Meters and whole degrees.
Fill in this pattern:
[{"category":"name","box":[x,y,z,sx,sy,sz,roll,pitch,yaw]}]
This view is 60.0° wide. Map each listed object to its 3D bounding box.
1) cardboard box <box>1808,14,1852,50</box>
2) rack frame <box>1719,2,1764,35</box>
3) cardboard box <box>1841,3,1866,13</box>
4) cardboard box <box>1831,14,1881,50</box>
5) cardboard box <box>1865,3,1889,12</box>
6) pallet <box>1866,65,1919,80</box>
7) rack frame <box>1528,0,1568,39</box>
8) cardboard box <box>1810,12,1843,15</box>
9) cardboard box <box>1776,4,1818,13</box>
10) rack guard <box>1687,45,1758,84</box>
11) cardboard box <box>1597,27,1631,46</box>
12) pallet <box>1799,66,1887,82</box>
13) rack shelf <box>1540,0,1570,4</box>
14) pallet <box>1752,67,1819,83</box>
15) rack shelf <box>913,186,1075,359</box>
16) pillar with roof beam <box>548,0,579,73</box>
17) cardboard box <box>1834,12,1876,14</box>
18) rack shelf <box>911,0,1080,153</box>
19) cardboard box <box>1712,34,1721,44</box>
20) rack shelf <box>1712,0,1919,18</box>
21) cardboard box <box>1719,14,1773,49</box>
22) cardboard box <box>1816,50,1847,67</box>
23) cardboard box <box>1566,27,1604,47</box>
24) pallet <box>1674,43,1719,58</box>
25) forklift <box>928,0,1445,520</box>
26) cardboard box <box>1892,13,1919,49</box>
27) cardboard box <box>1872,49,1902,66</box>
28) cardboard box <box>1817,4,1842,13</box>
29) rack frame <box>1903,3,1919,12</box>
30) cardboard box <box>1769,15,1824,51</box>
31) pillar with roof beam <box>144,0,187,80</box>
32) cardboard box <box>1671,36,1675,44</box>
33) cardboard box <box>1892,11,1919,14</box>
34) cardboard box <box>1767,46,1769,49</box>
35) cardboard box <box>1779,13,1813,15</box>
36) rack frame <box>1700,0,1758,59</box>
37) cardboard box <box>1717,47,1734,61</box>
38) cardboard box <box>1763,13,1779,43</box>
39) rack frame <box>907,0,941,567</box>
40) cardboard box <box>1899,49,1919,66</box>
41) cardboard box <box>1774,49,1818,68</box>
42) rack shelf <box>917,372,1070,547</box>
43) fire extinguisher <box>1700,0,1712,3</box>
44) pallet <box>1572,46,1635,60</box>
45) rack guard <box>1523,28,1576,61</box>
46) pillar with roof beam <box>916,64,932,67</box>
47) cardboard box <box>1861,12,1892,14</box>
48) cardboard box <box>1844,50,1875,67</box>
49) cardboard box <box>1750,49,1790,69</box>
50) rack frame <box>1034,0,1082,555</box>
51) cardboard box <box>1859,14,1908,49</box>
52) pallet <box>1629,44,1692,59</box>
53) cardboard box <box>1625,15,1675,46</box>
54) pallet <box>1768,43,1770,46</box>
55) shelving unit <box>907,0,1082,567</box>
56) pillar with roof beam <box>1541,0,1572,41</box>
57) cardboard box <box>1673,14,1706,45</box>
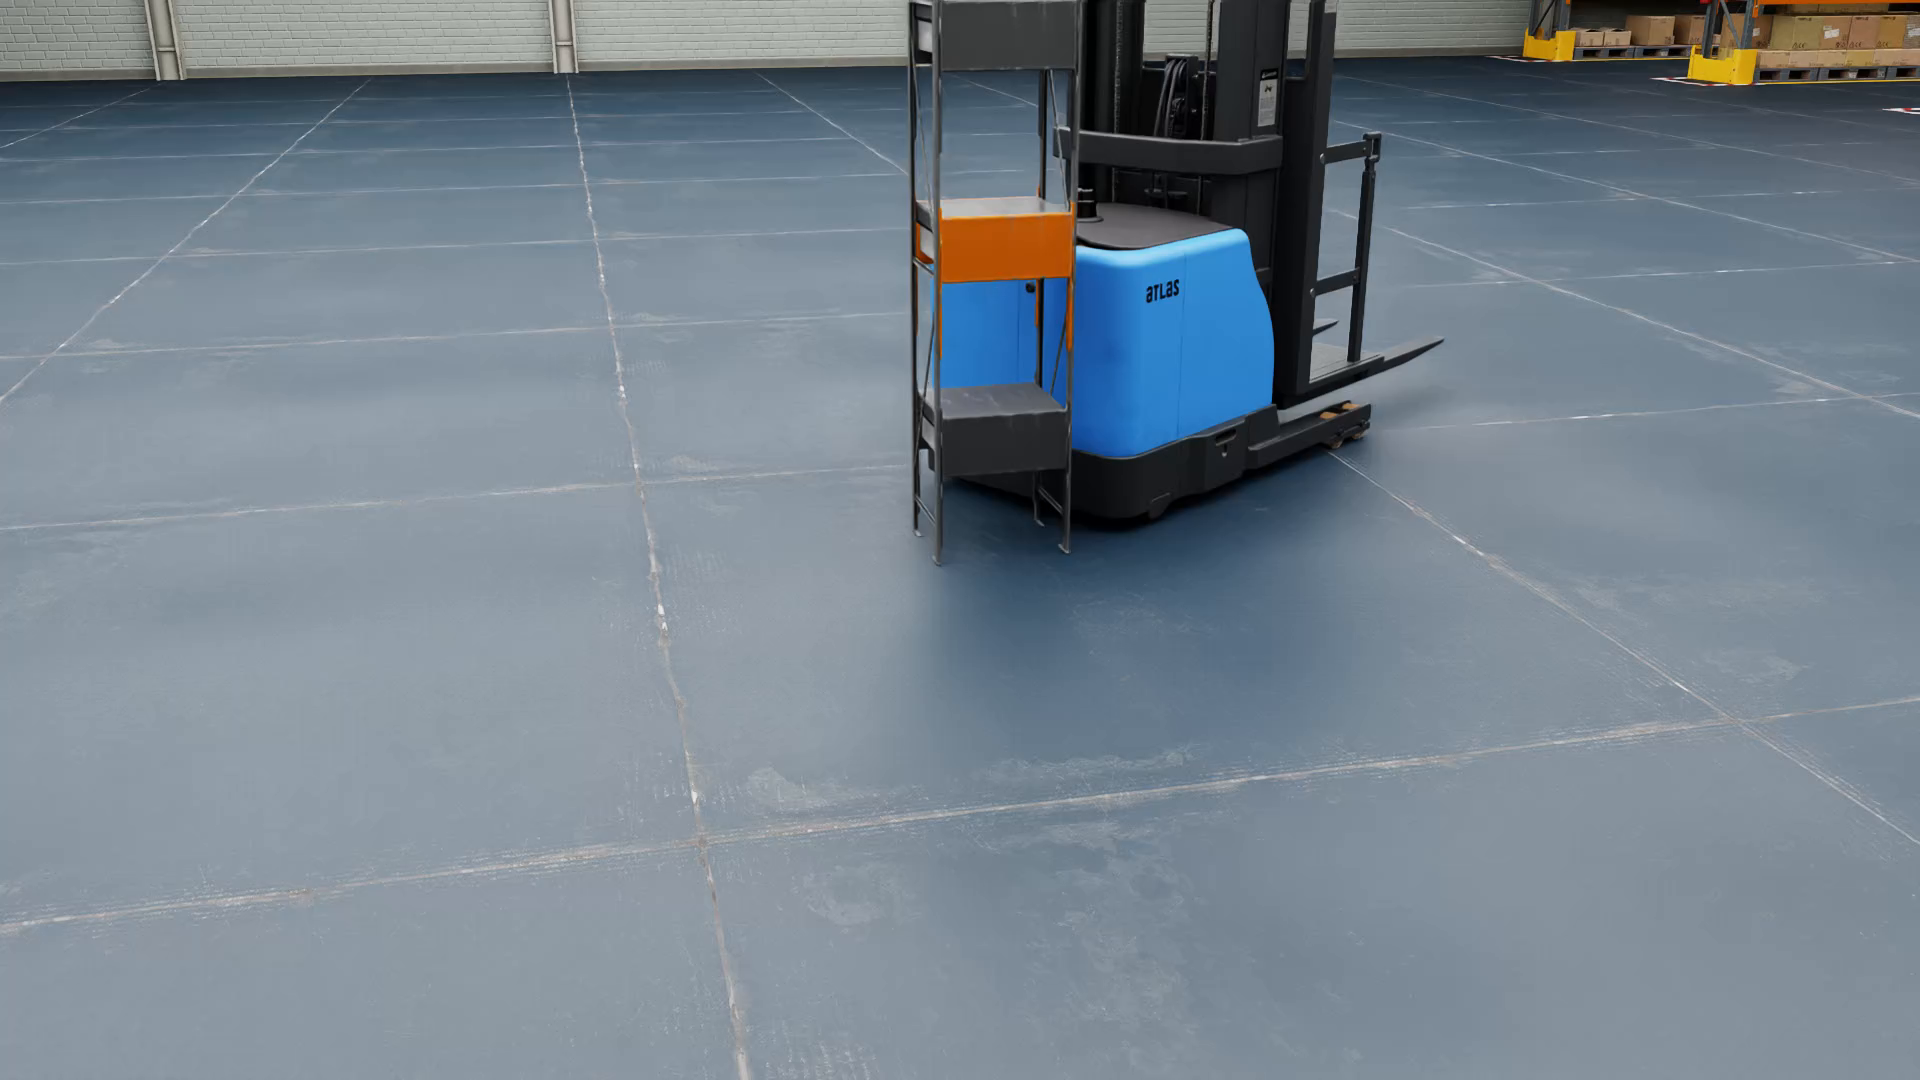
[{"category":"cardboard box","box":[13.274,-7.802,25.549,0.500,0.500,0.500,-5,21,-12]},{"category":"rack frame","box":[14.480,-10.466,30.525,0.127,3.000,1.000,-5,21,-12]},{"category":"cardboard box","box":[16.616,-10.027,31.230,0.500,0.250,0.500,-5,21,-13]},{"category":"cardboard box","box":[13.765,-7.836,25.641,0.500,0.500,0.500,-5,21,-12]},{"category":"cardboard box","box":[17.115,-10.069,31.345,0.500,0.250,0.500,-4,21,-11]},{"category":"pallet","box":[14.840,-7.450,26.345,1.213,0.211,1.003,-5,21,-12]},{"category":"rack frame","box":[10.588,-10.149,29.661,0.127,3.000,1.000,-5,21,-12]},{"category":"cardboard box","box":[13.641,-8.015,26.131,0.500,0.500,0.500,-5,21,-12]},{"category":"cardboard box","box":[15.621,-9.951,31.023,0.500,0.250,0.500,-5,21,-14]},{"category":"rack guard","box":[11.708,-7.316,25.559,0.348,0.500,1.175,-5,21,-12]},{"category":"cardboard box","box":[11.836,-9.163,30.238,0.500,0.311,0.500,-3,20,-8]},{"category":"pallet","box":[13.651,-7.352,26.078,1.213,0.211,1.003,-5,21,-12]},{"category":"rack shelf","box":[12.534,-9.970,30.216,4.000,0.370,1.077,-5,21,-12]},{"category":"pallet","box":[12.466,-7.257,25.818,1.213,0.211,1.003,-5,21,-12]},{"category":"rack shelf","box":[0.111,-0.963,5.930,0.480,0.518,0.431,-5,21,-14]},{"category":"pillar with roof beam","box":[-5.457,-10.446,21.747,0.400,9.000,9.100,-5,21,-12]},{"category":"cardboard box","box":[14.127,-8.055,26.240,0.500,0.500,0.500,-5,21,-12]},{"category":"rack shelf","box":[0.111,-1.620,5.689,0.480,0.518,0.431,-5,21,-14]},{"category":"cardboard box","box":[13.967,-9.290,30.793,0.250,0.166,0.380,-7,21,-20]},{"category":"rack shelf","box":[13.677,-8.312,25.691,4.000,0.370,1.077,-5,21,-12]},{"category":"cardboard box","box":[12.185,-7.892,25.794,0.500,0.500,0.500,-5,21,-12]},{"category":"cardboard box","box":[13.277,-7.446,25.667,0.500,0.250,0.500,-5,21,-12]},{"category":"cardboard box","box":[11.282,-9.118,30.115,0.500,0.311,0.500,-7,21,-19]},{"category":"pallet","box":[13.835,-9.092,30.827,1.213,0.211,1.003,-5,21,-12]},{"category":"forklift","box":[1.220,-1.884,7.196,1.130,2.935,3.031,17,26,38]},{"category":"cardboard box","box":[14.734,-7.921,25.873,0.500,0.500,0.500,-5,21,-12]},{"category":"cardboard box","box":[14.251,-7.524,25.879,0.500,0.250,0.500,-5,21,-12]},{"category":"cardboard box","box":[16.126,-9.993,31.138,0.500,0.250,0.500,-5,21,-14]},{"category":"rack frame","box":[18.373,-10.783,31.389,0.127,3.000,1.000,-5,21,-12]},{"category":"cardboard box","box":[12.790,-7.758,25.429,0.500,0.500,0.500,-5,21,-12]},{"category":"pillar with roof beam","box":[-11.296,-9.971,20.451,0.400,9.000,9.100,-5,21,-12]},{"category":"cardboard box","box":[12.919,-9.214,30.612,0.250,0.149,0.380,-6,21,-17]},{"category":"cardboard box","box":[15.100,-8.134,26.457,0.500,0.500,0.500,-5,21,-12]},{"category":"cardboard box","box":[12.669,-7.583,26.040,0.500,0.250,0.500,-5,21,-12]},{"category":"cardboard box","box":[13.154,-7.976,26.024,0.500,0.500,0.500,-5,21,-12]},{"category":"rack frame","box":[11.731,-8.492,25.135,0.127,3.000,1.000,-5,21,-12]},{"category":"cardboard box","box":[12.185,-7.539,25.921,0.500,0.250,0.500,-5,21,-12]},{"category":"cardboard box","box":[15.193,-9.563,31.053,0.500,0.500,0.700,-4,20,-11]},{"category":"rack frame","box":[-0.126,-0.954,5.867,0.015,2.100,0.400,-5,21,-14]},{"category":"cardboard box","box":[14.734,-7.568,26.001,0.500,0.250,0.500,-5,21,-12]},{"category":"cardboard box","box":[12.790,-7.406,25.559,0.500,0.250,0.500,-5,21,-12]},{"category":"rack shelf","box":[0.111,-0.305,6.171,0.480,0.518,0.431,-5,21,-14]},{"category":"fire extinguisher","box":[11.509,-8.601,25.547,0.183,0.674,0.296,-5,21,-12]},{"category":"pallet","box":[11.460,-8.899,30.300,1.213,0.211,1.003,-5,21,-12]},{"category":"rack guard","box":[10.662,-8.982,30.107,0.348,0.500,1.175,-5,21,-12]},{"category":"pillar with roof beam","box":[0.382,-10.920,23.044,0.400,9.000,9.100,-5,21,-12]},{"category":"cardboard box","box":[14.616,-8.092,26.341,0.500,0.500,0.500,-5,21,-12]},{"category":"cardboard box","box":[13.764,-7.484,25.771,0.500,0.250,0.500,-5,21,-12]},{"category":"cardboard box","box":[12.304,-7.366,25.448,0.500,0.250,0.500,-5,21,-12]},{"category":"rack frame","box":[0.347,-0.997,5.983,0.015,2.100,0.400,-5,21,-14]},{"category":"cardboard box","box":[14.248,-7.880,25.762,0.500,0.500,0.500,-5,21,-12]},{"category":"pallet","box":[12.645,-8.994,30.560,1.213,0.211,1.003,-5,21,-12]},{"category":"cardboard box","box":[12.562,-9.293,30.318,0.500,0.500,0.700,-6,21,-16]},{"category":"pallet","box":[15.238,-9.219,31.174,1.213,0.211,1.003,-5,21,-12]},{"category":"shelving unit","box":[0.111,-0.976,5.925,0.503,2.100,0.431,-5,21,-14]},{"category":"pillar with roof beam","box":[12.060,-11.870,25.636,0.400,9.000,9.100,-5,21,-12]},{"category":"cardboard box","box":[13.479,-9.403,30.618,0.500,0.500,0.500,-6,21,-17]}]
